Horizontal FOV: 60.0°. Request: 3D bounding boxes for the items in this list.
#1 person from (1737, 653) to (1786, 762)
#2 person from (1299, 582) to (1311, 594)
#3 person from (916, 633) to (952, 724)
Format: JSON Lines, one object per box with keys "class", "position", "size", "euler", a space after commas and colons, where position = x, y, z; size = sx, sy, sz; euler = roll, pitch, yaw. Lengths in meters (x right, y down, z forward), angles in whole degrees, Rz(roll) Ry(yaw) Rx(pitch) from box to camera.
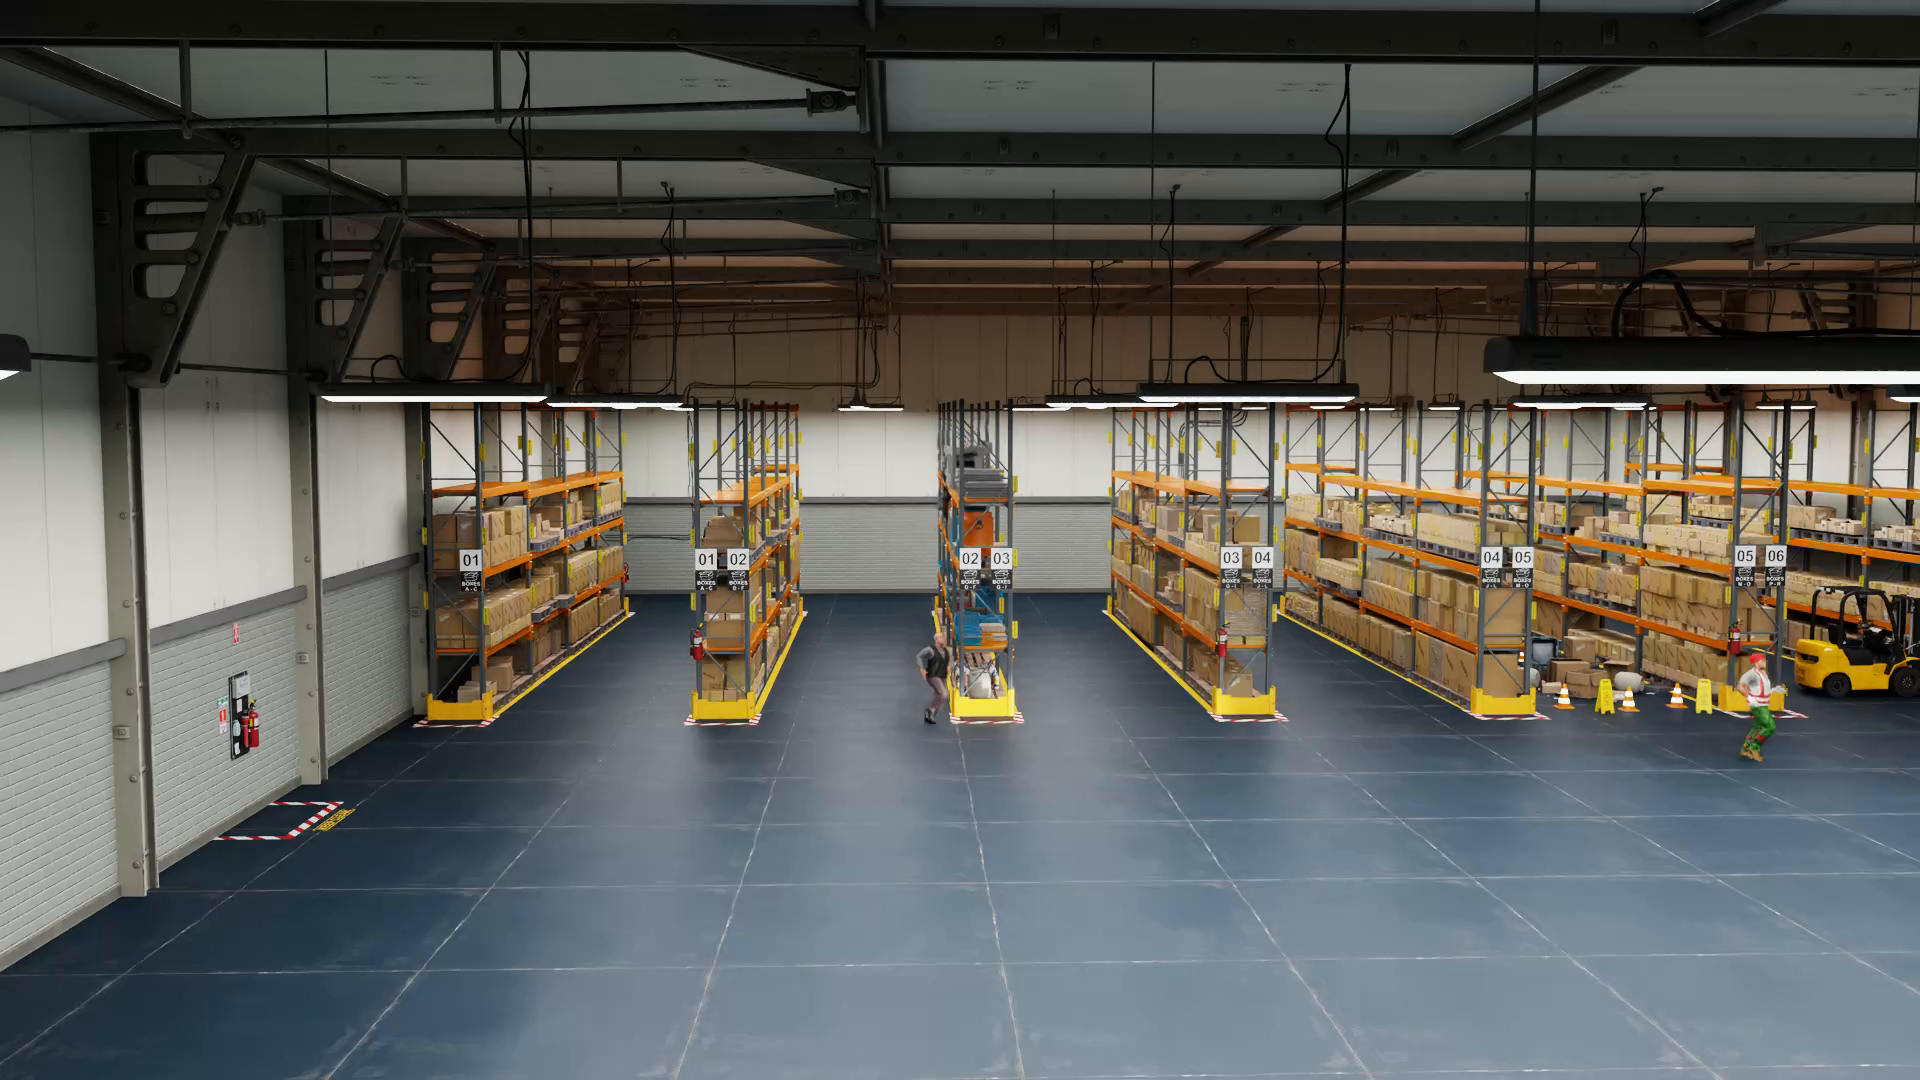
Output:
{"class": "person", "position": [13.198, 2.758, 27.375], "size": [0.657, 1.794, 0.637], "euler": [4, 6, 41]}
{"class": "person", "position": [10.226, 1.190, 48.977], "size": [0.929, 1.611, 0.584], "euler": [0, 4, 0]}
{"class": "person", "position": [-0.386, 2.554, 30.685], "size": [0.621, 1.666, 0.671], "euler": [4, 6, 41]}
